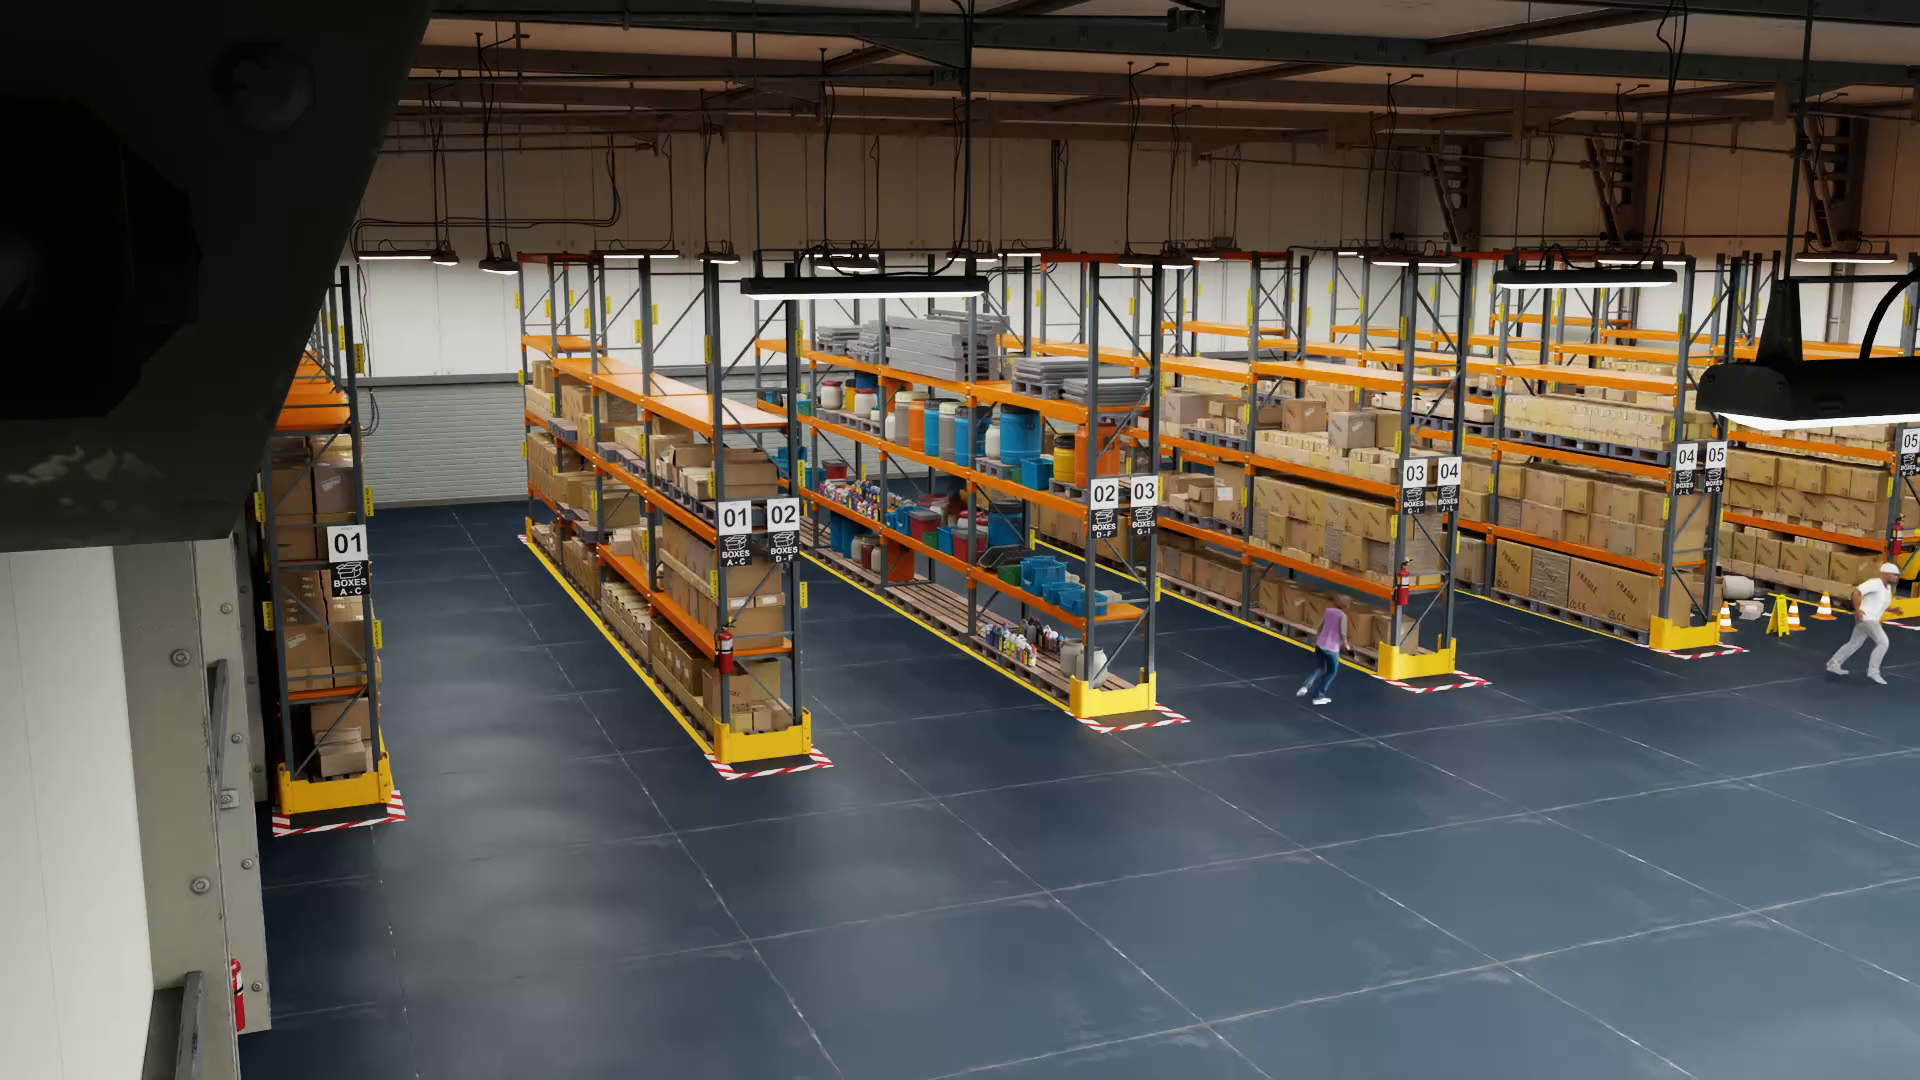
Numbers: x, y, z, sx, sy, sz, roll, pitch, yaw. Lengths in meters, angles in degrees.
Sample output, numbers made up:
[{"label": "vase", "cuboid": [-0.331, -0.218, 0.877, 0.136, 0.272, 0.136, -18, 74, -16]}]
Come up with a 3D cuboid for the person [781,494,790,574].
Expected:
[{"label": "person", "cuboid": [-3.330, -0.130, 31.431, 0.594, 1.571, 0.716, -6, 12, -29]}]

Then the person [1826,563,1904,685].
[{"label": "person", "cuboid": [13.088, 1.155, 23.983, 0.899, 1.696, 0.683, 7, 13, 35]}]

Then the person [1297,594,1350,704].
[{"label": "person", "cuboid": [4.988, 1.498, 22.657, 0.687, 1.511, 0.512, -6, 12, -28]}]
